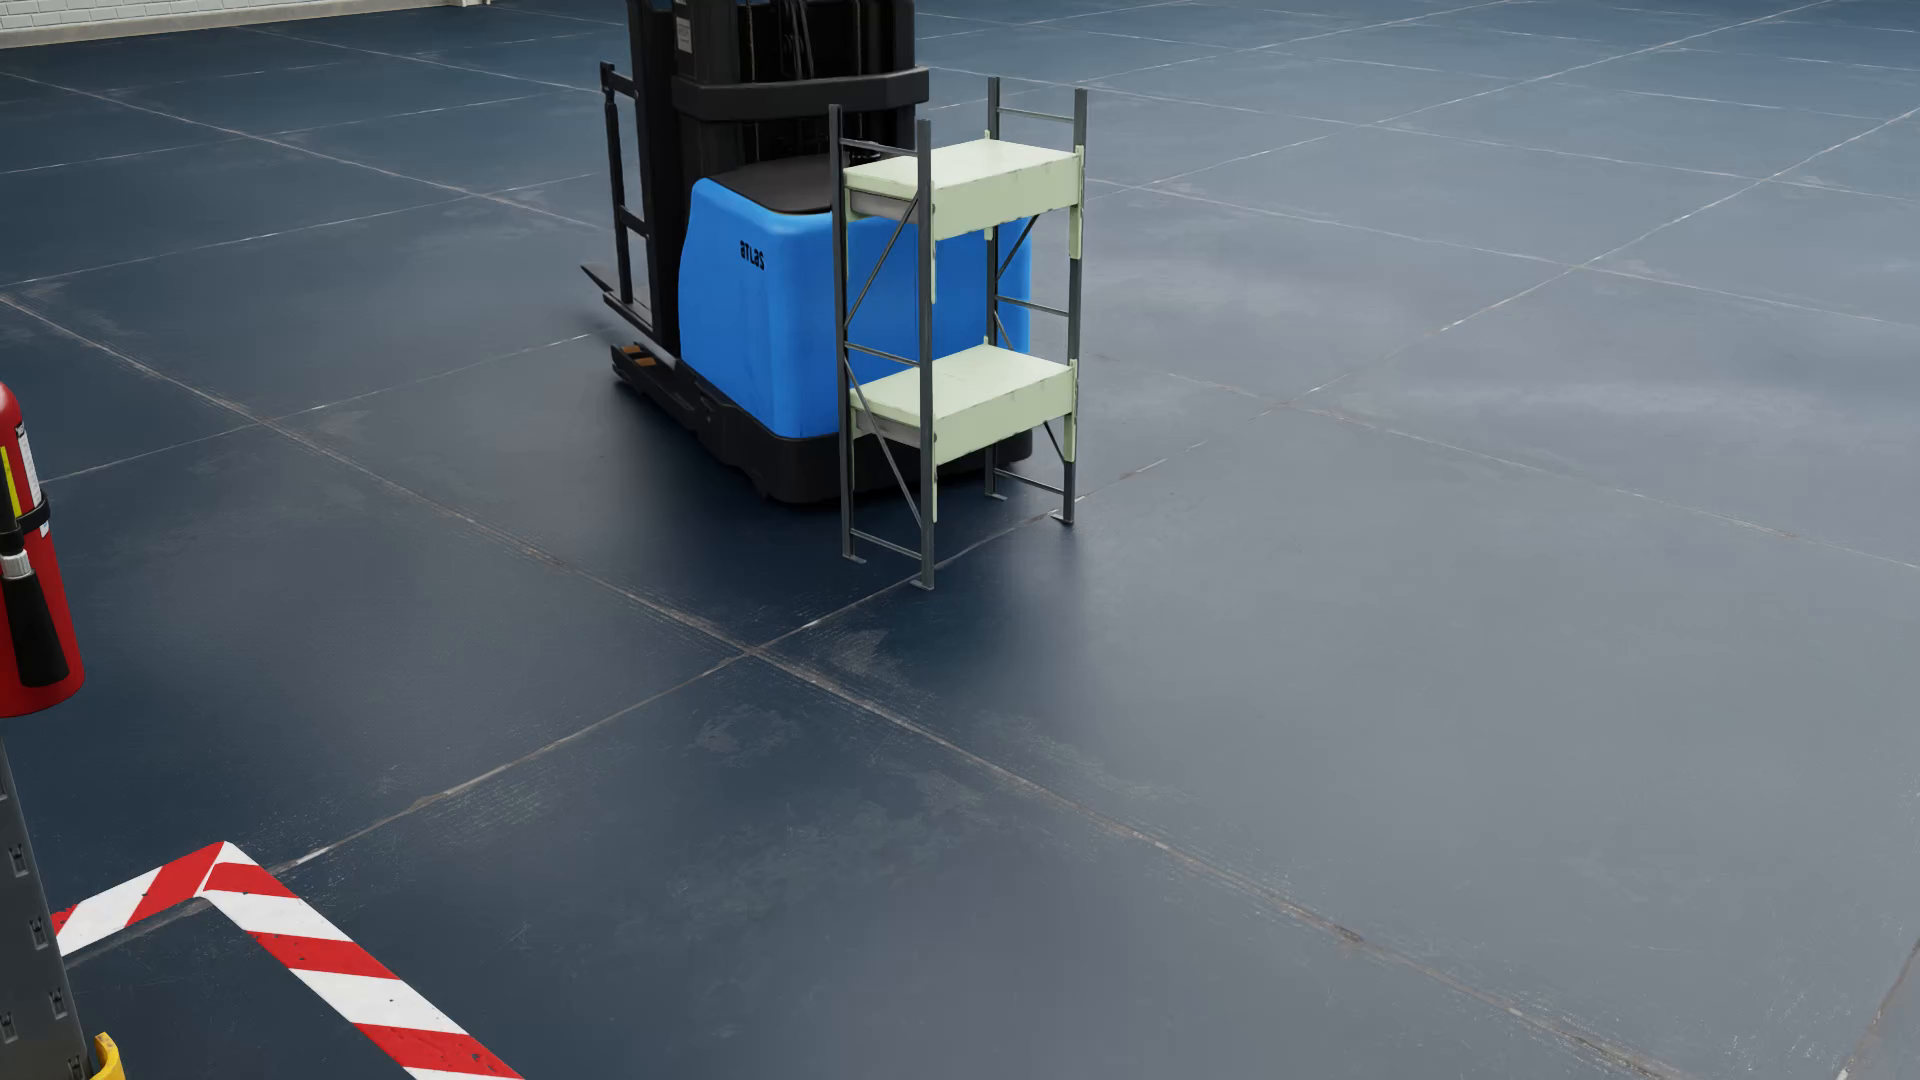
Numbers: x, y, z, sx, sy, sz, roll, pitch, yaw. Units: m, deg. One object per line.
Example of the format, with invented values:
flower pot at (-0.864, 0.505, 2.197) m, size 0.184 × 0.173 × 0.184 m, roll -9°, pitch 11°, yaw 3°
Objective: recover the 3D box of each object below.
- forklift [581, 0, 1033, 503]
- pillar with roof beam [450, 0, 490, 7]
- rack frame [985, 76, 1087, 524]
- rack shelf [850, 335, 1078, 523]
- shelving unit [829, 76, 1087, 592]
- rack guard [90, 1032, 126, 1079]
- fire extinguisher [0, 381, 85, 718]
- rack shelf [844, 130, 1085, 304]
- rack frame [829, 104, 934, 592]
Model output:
forklift at (-0.869, -2.031, 6.698) m, size 1.130 × 2.935 × 3.031 m, roll -12°, pitch 27°, yaw -26°
pillar with roof beam at (-2.822, -9.517, 15.977) m, size 9.100 × 9.000 × 0.400 m, roll 20°, pitch 31°, yaw 38°
rack frame at (0.249, -0.798, 5.696) m, size 0.400 × 1.500 × 0.023 m, roll 20°, pitch 31°, yaw 38°
rack shelf at (0.004, -0.389, 5.581) m, size 0.431 × 0.370 × 0.720 m, roll 20°, pitch 31°, yaw 38°
shelving unit at (0.004, -0.686, 5.448) m, size 0.431 × 1.500 × 0.755 m, roll 20°, pitch 31°, yaw 38°
rack guard at (-1.873, 0.959, 3.001) m, size 1.175 × 0.500 × 0.348 m, roll 20°, pitch 31°, yaw 38°
fire extinguisher at (-1.403, -0.079, 2.354) m, size 0.296 × 0.674 × 0.183 m, roll 20°, pitch 31°, yaw 38°
rack shelf at (0.004, -1.042, 5.288) m, size 0.431 × 0.370 × 0.720 m, roll 20°, pitch 31°, yaw 38°
rack frame at (-0.240, -0.575, 5.199) m, size 0.400 × 1.500 × 0.023 m, roll 20°, pitch 31°, yaw 38°
